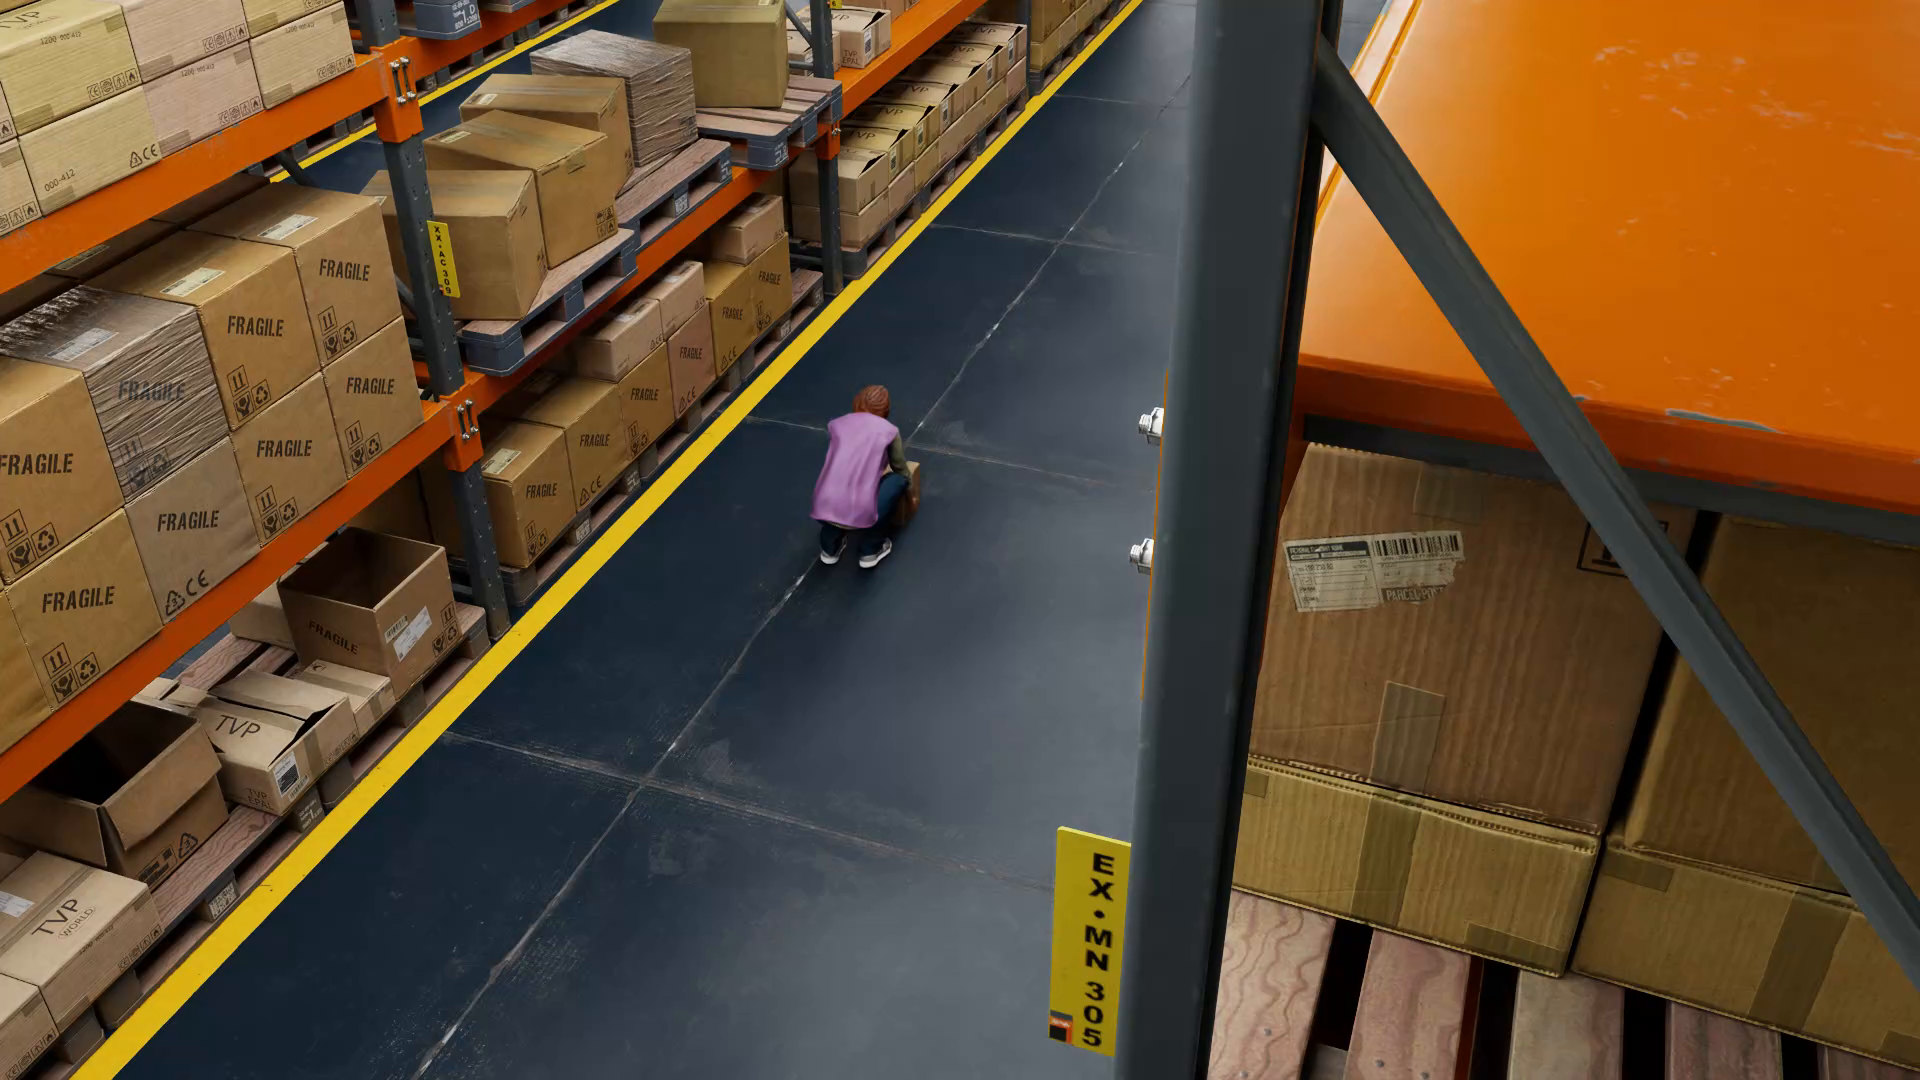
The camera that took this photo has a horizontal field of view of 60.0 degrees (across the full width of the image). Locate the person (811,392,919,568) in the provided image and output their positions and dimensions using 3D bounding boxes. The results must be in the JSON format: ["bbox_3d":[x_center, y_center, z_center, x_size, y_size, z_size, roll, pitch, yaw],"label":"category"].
[{"bbox_3d":[-0.494,-0.252,8.401,0.431,0.772,0.832,11,35,16],"label":"person"}]
